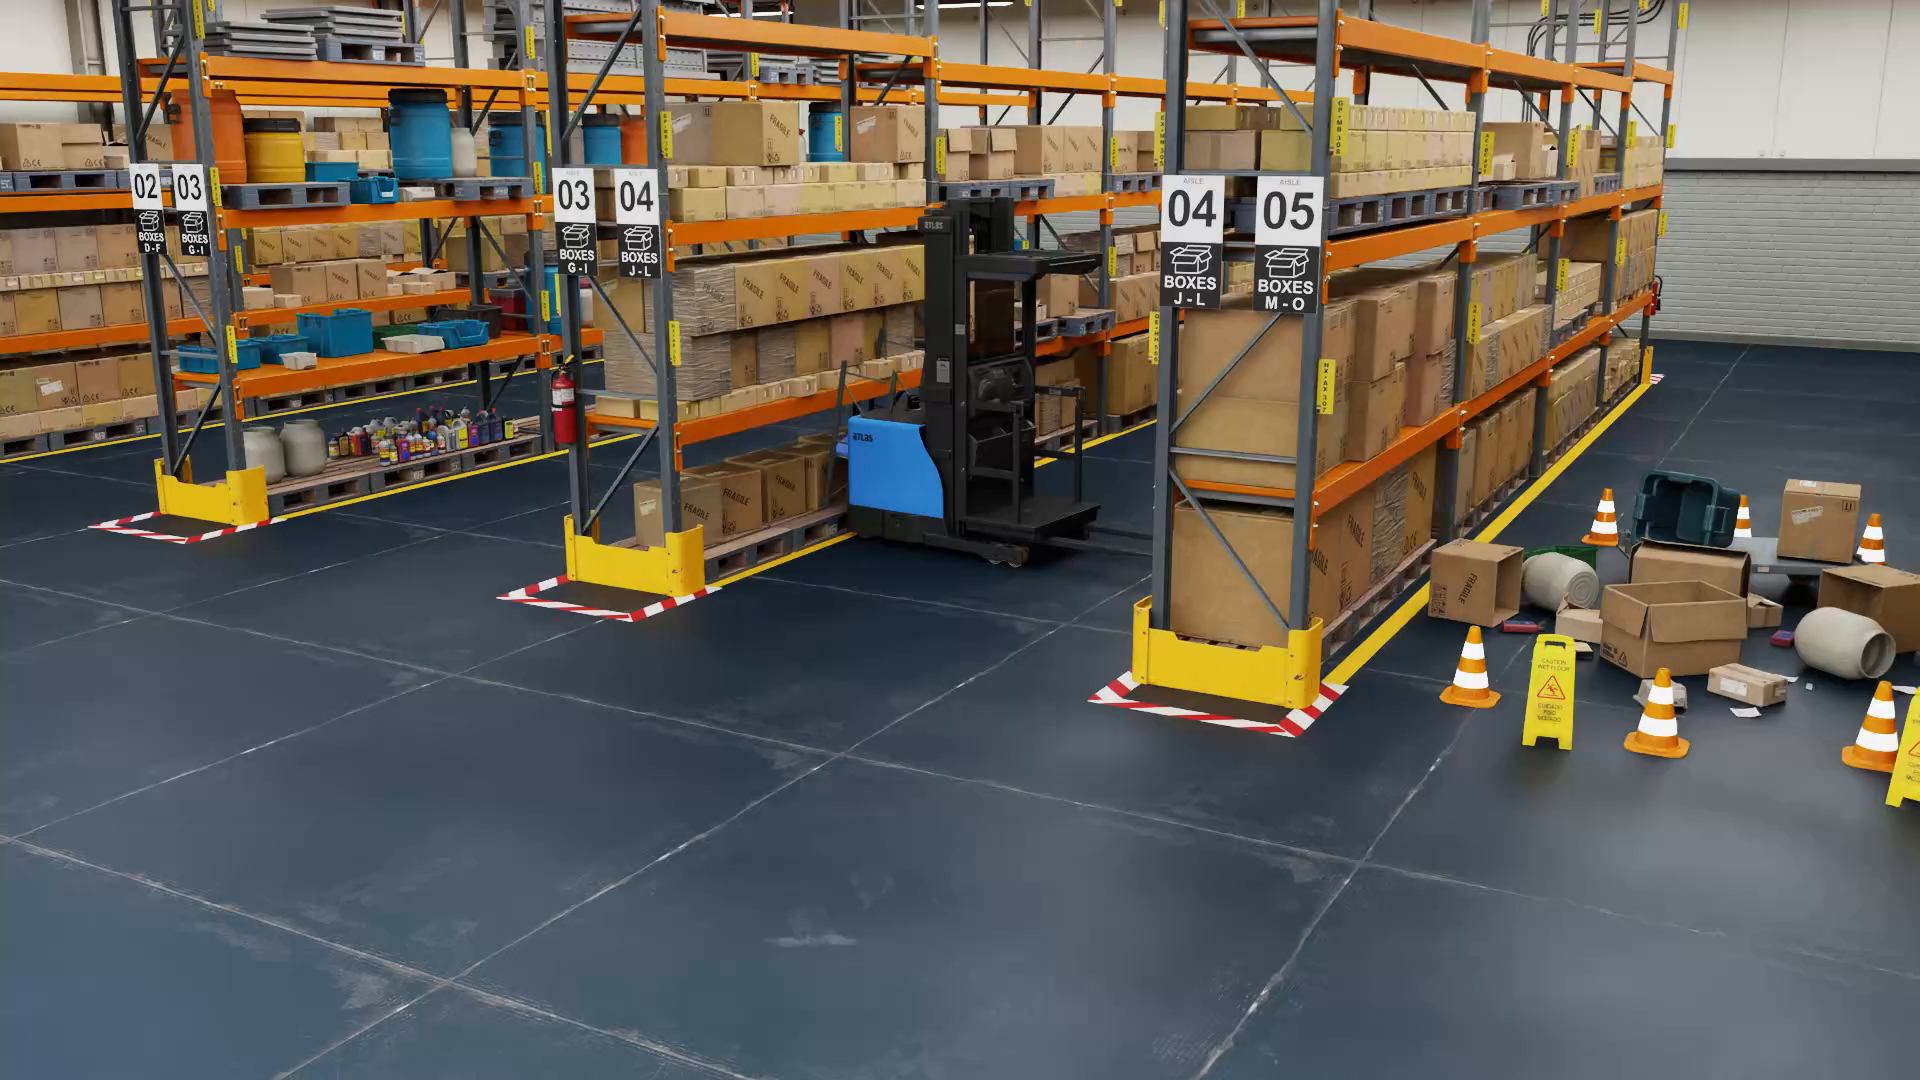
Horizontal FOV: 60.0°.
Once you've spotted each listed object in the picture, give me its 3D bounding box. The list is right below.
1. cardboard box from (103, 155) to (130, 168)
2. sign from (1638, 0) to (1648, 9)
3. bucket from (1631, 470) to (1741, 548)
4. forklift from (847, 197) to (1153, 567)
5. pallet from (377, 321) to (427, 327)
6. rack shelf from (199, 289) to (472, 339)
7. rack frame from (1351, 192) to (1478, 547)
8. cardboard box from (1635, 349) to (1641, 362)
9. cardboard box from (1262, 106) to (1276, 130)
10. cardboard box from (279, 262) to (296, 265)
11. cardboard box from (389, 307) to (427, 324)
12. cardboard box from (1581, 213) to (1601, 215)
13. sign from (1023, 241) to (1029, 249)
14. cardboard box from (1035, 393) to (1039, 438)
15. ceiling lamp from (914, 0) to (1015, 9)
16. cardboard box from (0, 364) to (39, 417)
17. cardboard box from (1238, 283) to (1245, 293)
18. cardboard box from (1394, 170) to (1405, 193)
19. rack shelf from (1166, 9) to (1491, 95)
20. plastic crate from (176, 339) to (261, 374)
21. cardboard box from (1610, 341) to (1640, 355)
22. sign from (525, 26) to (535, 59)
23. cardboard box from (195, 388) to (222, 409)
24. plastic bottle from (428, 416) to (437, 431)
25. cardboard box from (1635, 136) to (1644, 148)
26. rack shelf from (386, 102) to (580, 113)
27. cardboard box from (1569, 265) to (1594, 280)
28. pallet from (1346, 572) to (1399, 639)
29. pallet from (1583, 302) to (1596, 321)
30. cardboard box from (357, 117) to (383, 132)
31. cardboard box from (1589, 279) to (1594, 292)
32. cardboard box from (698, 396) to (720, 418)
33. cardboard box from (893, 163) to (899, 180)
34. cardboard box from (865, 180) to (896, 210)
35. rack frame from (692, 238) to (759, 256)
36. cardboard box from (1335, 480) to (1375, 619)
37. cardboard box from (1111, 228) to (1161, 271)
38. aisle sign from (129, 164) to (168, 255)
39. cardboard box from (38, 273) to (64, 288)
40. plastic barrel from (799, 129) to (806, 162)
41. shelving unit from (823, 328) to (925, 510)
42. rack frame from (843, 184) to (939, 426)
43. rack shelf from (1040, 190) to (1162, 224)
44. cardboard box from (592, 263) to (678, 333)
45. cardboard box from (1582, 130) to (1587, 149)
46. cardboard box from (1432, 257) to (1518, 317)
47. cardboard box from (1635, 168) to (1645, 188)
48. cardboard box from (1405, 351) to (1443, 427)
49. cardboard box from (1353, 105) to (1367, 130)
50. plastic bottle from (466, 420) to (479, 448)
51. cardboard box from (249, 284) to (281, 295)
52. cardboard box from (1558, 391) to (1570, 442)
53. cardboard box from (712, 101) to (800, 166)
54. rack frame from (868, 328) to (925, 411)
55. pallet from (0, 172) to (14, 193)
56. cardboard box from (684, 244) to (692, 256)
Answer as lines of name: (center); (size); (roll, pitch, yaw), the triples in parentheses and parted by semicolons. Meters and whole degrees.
cardboard box: (-9.676, -4.375, 19.223); (0.380, 0.149, 0.250); (7, 15, 28)
sign: (7.987, -6.367, 19.411); (0.100, 0.325, 0.005); (7, 15, 28)
bucket: (5.583, -0.198, 12.696); (0.620, 0.611, 0.726); (1, 9, -42)
forklift: (0.517, -1.343, 13.849); (3.031, 2.935, 1.130); (9, 16, 33)
pallet: (-10.110, -3.725, 29.533); (1.003, 0.211, 1.213); (7, 15, 28)
rack shelf: (-8.365, -3.106, 22.552); (1.077, 0.370, 4.000); (7, 15, 28)
rack frame: (3.631, -1.340, 13.690); (1.000, 3.000, 0.127); (7, 15, 28)
cardboard box: (9.427, -2.624, 23.569); (0.380, 0.149, 0.250); (7, 15, 27)
cardboard box: (1.809, -2.707, 10.685); (0.380, 0.149, 0.250); (8, 16, 29)
cardboard box: (-11.043, -4.451, 27.090); (0.380, 0.149, 0.250); (8, 16, 30)
cardboard box: (-10.003, -4.258, 29.487); (0.750, 0.750, 0.750); (8, 15, 29)
cardboard box: (8.230, -4.105, 22.181); (0.500, 0.500, 0.500); (7, 15, 26)
sign: (0.784, -3.368, 19.633); (0.100, 0.325, 0.005); (7, 15, 28)
cardboard box: (0.440, -1.370, 18.209); (0.700, 0.500, 0.500); (9, 16, 33)
ceiling lamp: (-0.045, -11.528, 30.696); (2.000, 3.185, 0.800); (7, 15, 28)
cardboard box: (-10.572, -1.644, 18.325); (0.500, 0.500, 0.500); (7, 15, 28)
cardboard box: (3.766, -3.518, 23.263); (0.380, 0.149, 0.250); (7, 15, 26)
cardboard box: (2.754, -2.401, 11.118); (0.380, 0.149, 0.250); (7, 15, 28)
rack shelf: (2.664, -3.302, 11.416); (1.077, 0.370, 4.000); (7, 15, 28)
plastic crate: (-6.952, -1.727, 15.614); (0.499, 0.251, 0.616); (7, 15, 28)
cardboard box: (9.212, -2.659, 23.081); (0.380, 0.149, 0.250); (7, 15, 27)
sign: (-4.522, -5.234, 17.488); (0.100, 0.325, 0.005); (7, 15, 28)
cardboard box: (-9.365, -1.793, 20.541); (0.500, 0.250, 0.500); (7, 15, 28)
plastic bottle: (-5.716, -1.209, 18.031); (0.097, 0.271, 0.097); (0, 14, 0)
cardboard box: (8.528, -5.100, 21.288); (0.380, 0.149, 0.250); (8, 16, 31)
rack shelf: (-8.836, -8.030, 31.029); (1.077, 0.370, 4.000); (7, 15, 28)
cardboard box: (7.219, -3.140, 19.527); (0.380, 0.149, 0.250); (7, 15, 26)
pallet: (2.606, 0.414, 12.364); (1.003, 0.211, 1.213); (7, 15, 28)
pallet: (7.001, -2.747, 19.938); (1.003, 0.211, 1.213); (7, 15, 28)
cardboard box: (-10.343, -7.167, 28.708); (0.500, 0.250, 0.500); (9, 16, 32)
cardboard box: (7.230, -2.999, 19.577); (0.380, 0.149, 0.250); (8, 16, 30)
cardboard box: (-2.112, -1.060, 13.066); (0.380, 0.149, 0.250); (7, 15, 28)
cardboard box: (-0.775, -3.357, 15.129); (0.380, 0.149, 0.250); (8, 15, 29)
cardboard box: (-0.916, -3.078, 14.823); (0.500, 0.250, 0.500); (8, 16, 29)
rack frame: (-3.064, -3.304, 21.839); (1.000, 3.000, 0.127); (7, 15, 28)
cardboard box: (2.391, -0.018, 11.844); (0.875, 0.875, 0.875); (7, 15, 27)
cardboard box: (2.275, -3.699, 21.123); (0.797, 0.503, 0.637); (8, 16, 30)
aisle sign: (-7.226, -2.945, 14.804); (0.394, 0.787, 0.004); (7, 15, 28)
cardboard box: (-10.267, -2.909, 18.603); (0.380, 0.149, 0.250); (7, 15, 27)
plastic barrel: (-2.339, -5.413, 23.001); (0.433, 0.535, 0.433); (0, 14, 0)
shelving unit: (-0.745, -1.005, 14.963); (0.538, 1.500, 1.048); (15, 26, 11)
rack frame: (-0.662, -1.922, 16.107); (1.000, 3.000, 0.127); (7, 15, 28)
rack shelf: (2.238, -4.262, 20.946); (1.077, 0.370, 4.000); (7, 15, 28)
cardboard box: (-2.546, -1.922, 13.123); (0.500, 0.500, 0.500); (7, 15, 28)
cardboard box: (6.637, -4.391, 18.832); (0.797, 0.503, 0.637); (7, 15, 27)
cardboard box: (4.849, -2.395, 15.719); (0.700, 0.500, 0.500); (7, 15, 27)
cardboard box: (8.456, -4.640, 21.298); (0.500, 0.250, 0.500); (8, 16, 30)
cardboard box: (3.217, -1.220, 12.874); (0.875, 0.550, 0.550); (7, 15, 28)
cardboard box: (2.259, -2.579, 10.157); (0.380, 0.149, 0.250); (7, 15, 28)
plastic bottle: (-5.192, -1.134, 17.696); (0.061, 0.283, 0.133); (9, 16, 32)
cardboard box: (-9.068, -3.181, 21.616); (0.396, 0.266, 0.258); (7, 15, 27)
cardboard box: (6.370, -1.369, 18.249); (0.500, 0.500, 0.500); (8, 15, 29)
cardboard box: (-1.642, -3.270, 13.383); (0.500, 0.500, 0.500); (7, 15, 28)
rack frame: (-0.607, -1.198, 15.413); (0.500, 1.500, 0.032); (15, 26, 11)
pallet: (-10.901, -3.782, 17.610); (1.003, 0.211, 1.213); (7, 15, 28)
cardboard box: (-4.735, -4.914, 28.305); (0.500, 0.500, 0.500); (8, 16, 29)
